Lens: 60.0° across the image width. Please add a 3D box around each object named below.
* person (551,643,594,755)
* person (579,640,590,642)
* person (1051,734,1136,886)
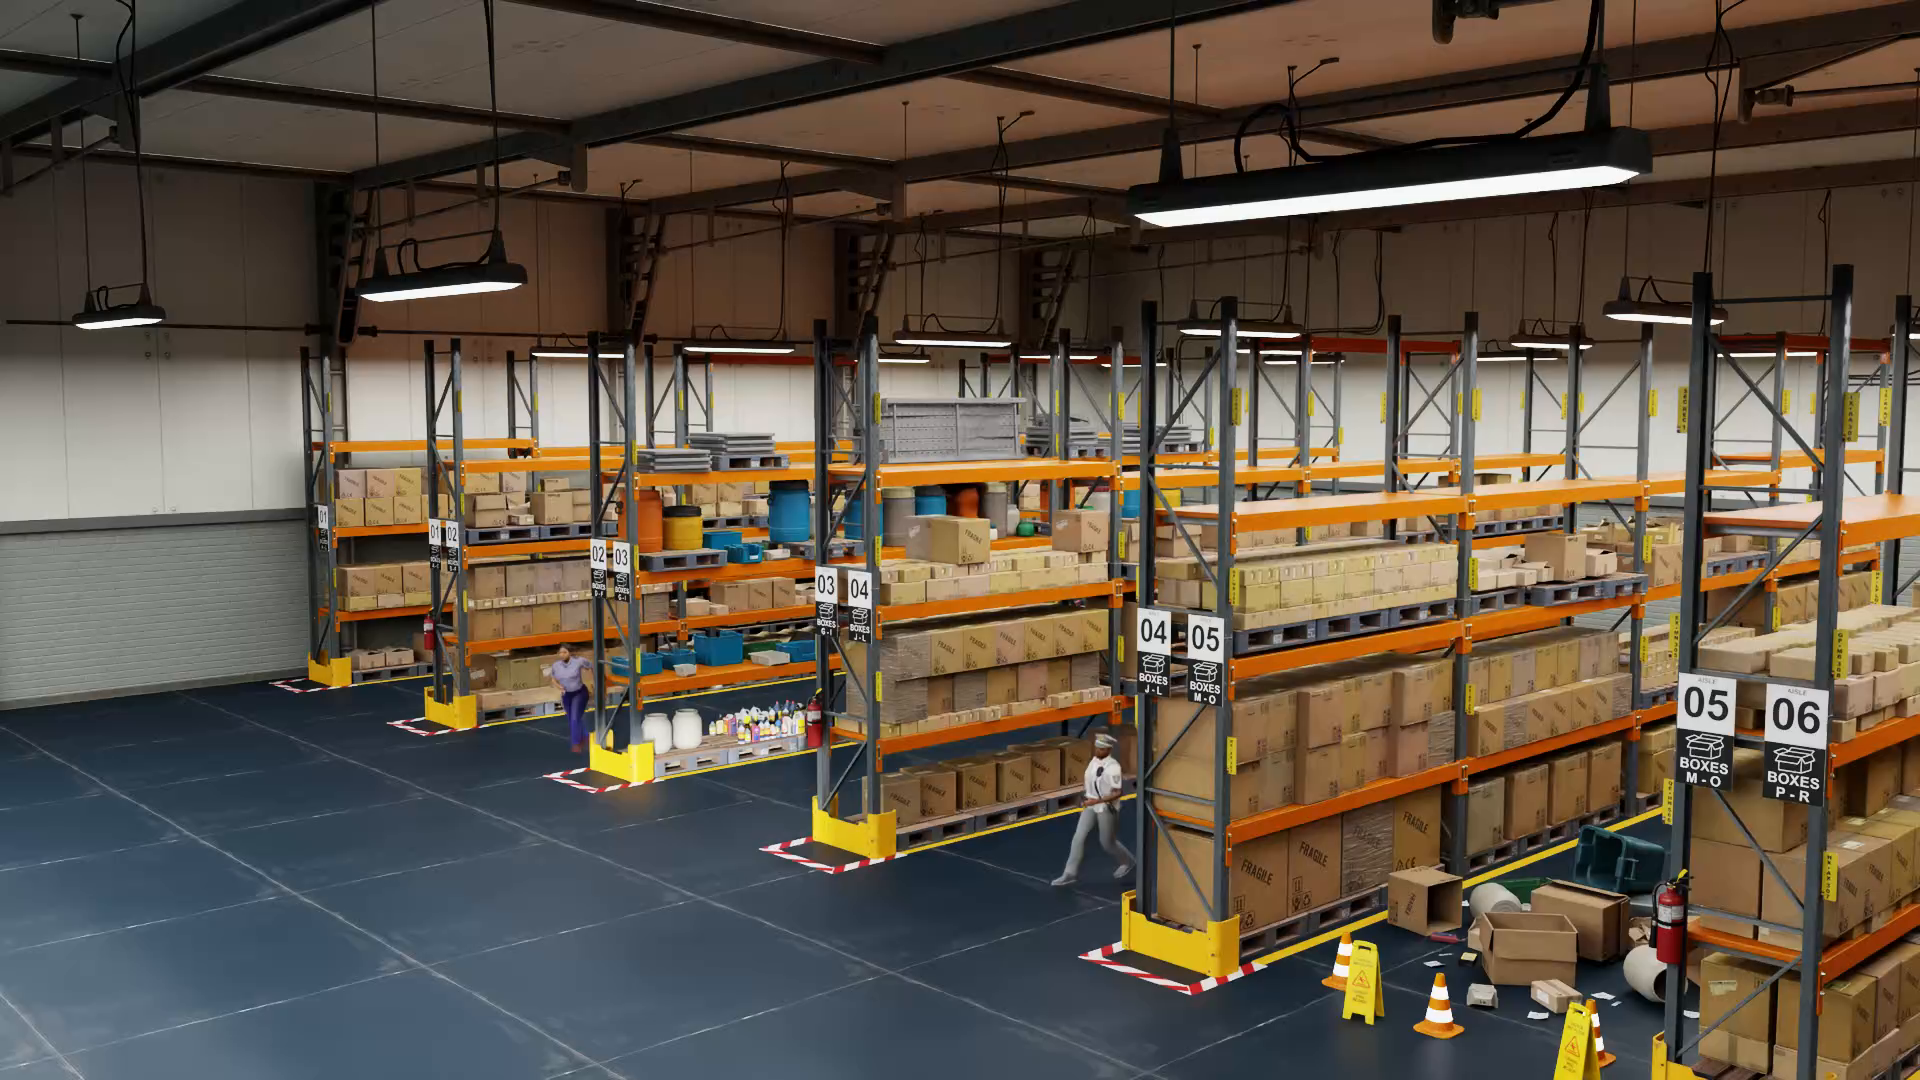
[{"bbox_3d":[-5.546,2.273,23.990,0.576,1.628,0.760,2,5,19],"label":"person"},{"bbox_3d":[-6.644,1.729,29.489,0.578,1.672,0.962,5,7,44],"label":"person"},{"bbox_3d":[1.479,2.787,17.272,0.988,1.624,0.625,-3,6,-34],"label":"person"}]
